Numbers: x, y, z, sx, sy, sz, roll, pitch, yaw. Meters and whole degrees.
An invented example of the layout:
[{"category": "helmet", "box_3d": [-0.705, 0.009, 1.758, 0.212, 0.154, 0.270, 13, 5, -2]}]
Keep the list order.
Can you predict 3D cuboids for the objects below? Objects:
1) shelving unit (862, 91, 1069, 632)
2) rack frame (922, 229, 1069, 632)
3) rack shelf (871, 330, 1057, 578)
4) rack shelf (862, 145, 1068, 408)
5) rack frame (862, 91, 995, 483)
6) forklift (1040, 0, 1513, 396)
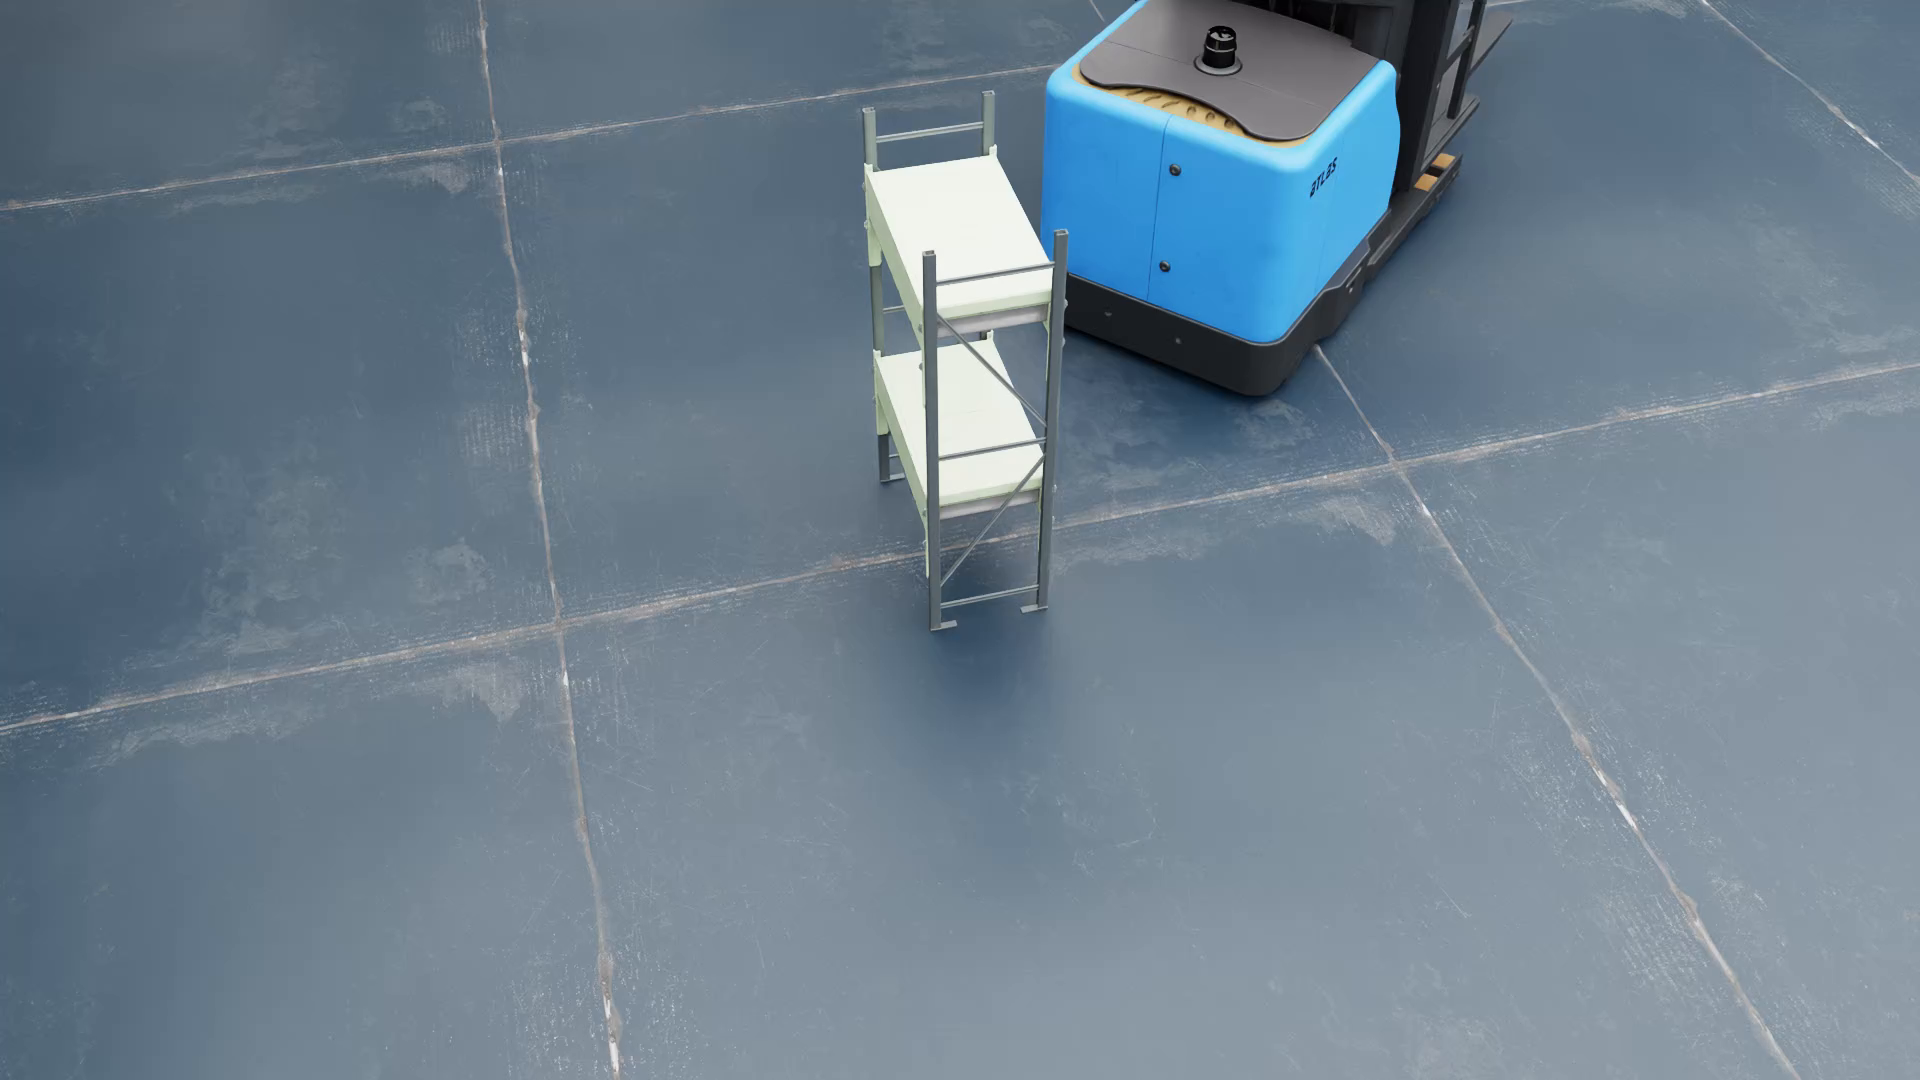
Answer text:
[{"category": "shelving unit", "box_3d": [0.002, -0.520, 5.210, 0.431, 1.500, 0.755, -11, 47, -10]}, {"category": "rack frame", "box_3d": [0.095, -0.268, 4.962, 0.400, 1.500, 0.023, -11, 47, -10]}, {"category": "rack shelf", "box_3d": [0.002, -0.292, 5.443, 0.431, 0.370, 0.720, -11, 47, -10]}, {"category": "rack shelf", "box_3d": [0.002, -0.793, 4.931, 0.431, 0.370, 0.720, -11, 47, -10]}, {"category": "rack frame", "box_3d": [-0.092, -0.773, 5.457, 0.400, 1.500, 0.023, -11, 47, -10]}, {"category": "forklift", "box_3d": [1.515, -2.591, 6.237, 1.130, 2.935, 3.031, 25, 51, 22]}]
